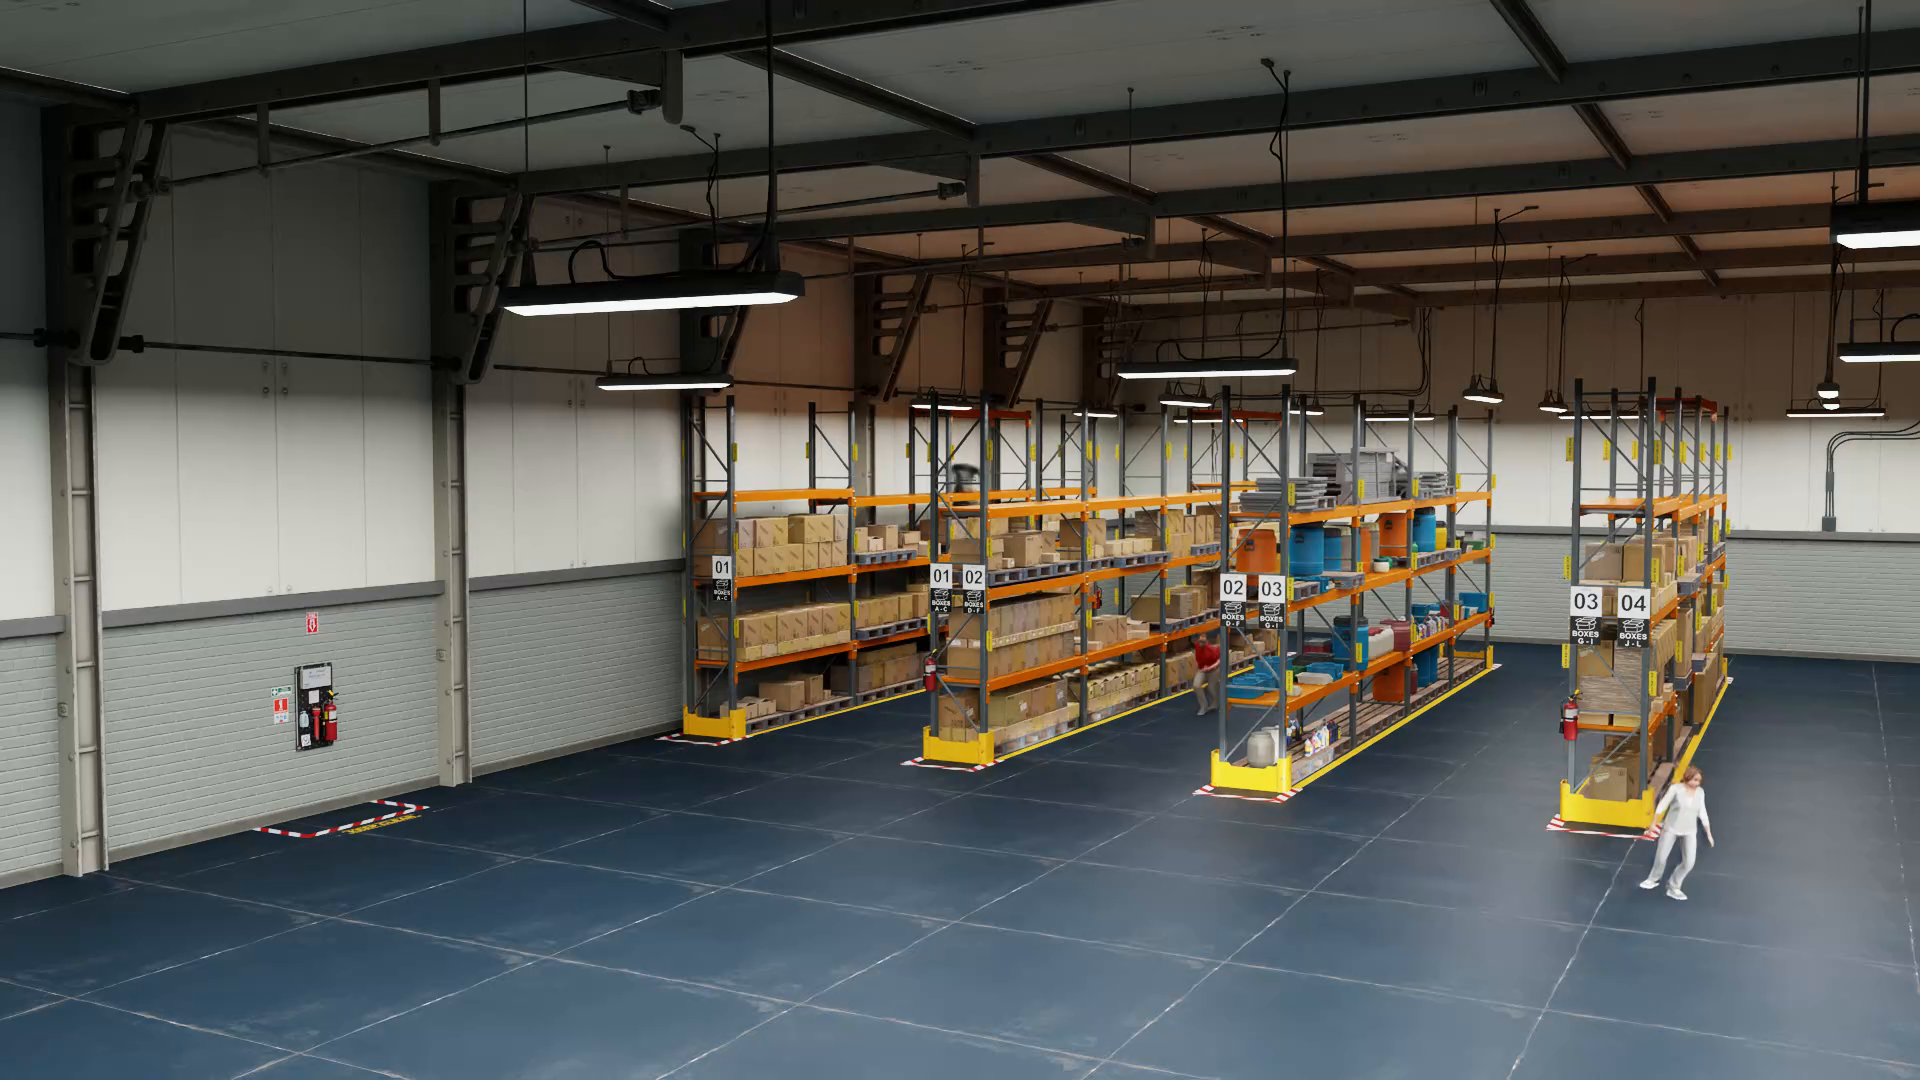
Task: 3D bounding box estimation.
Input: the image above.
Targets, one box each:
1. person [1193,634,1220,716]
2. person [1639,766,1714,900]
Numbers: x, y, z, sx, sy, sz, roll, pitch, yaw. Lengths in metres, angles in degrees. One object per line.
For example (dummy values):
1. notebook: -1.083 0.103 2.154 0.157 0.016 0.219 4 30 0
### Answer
1. person: 4.753 2.538 31.754 0.673 1.570 1.075 2 3 29
2. person: 8.024 3.260 18.618 0.669 1.516 0.563 0 3 3
